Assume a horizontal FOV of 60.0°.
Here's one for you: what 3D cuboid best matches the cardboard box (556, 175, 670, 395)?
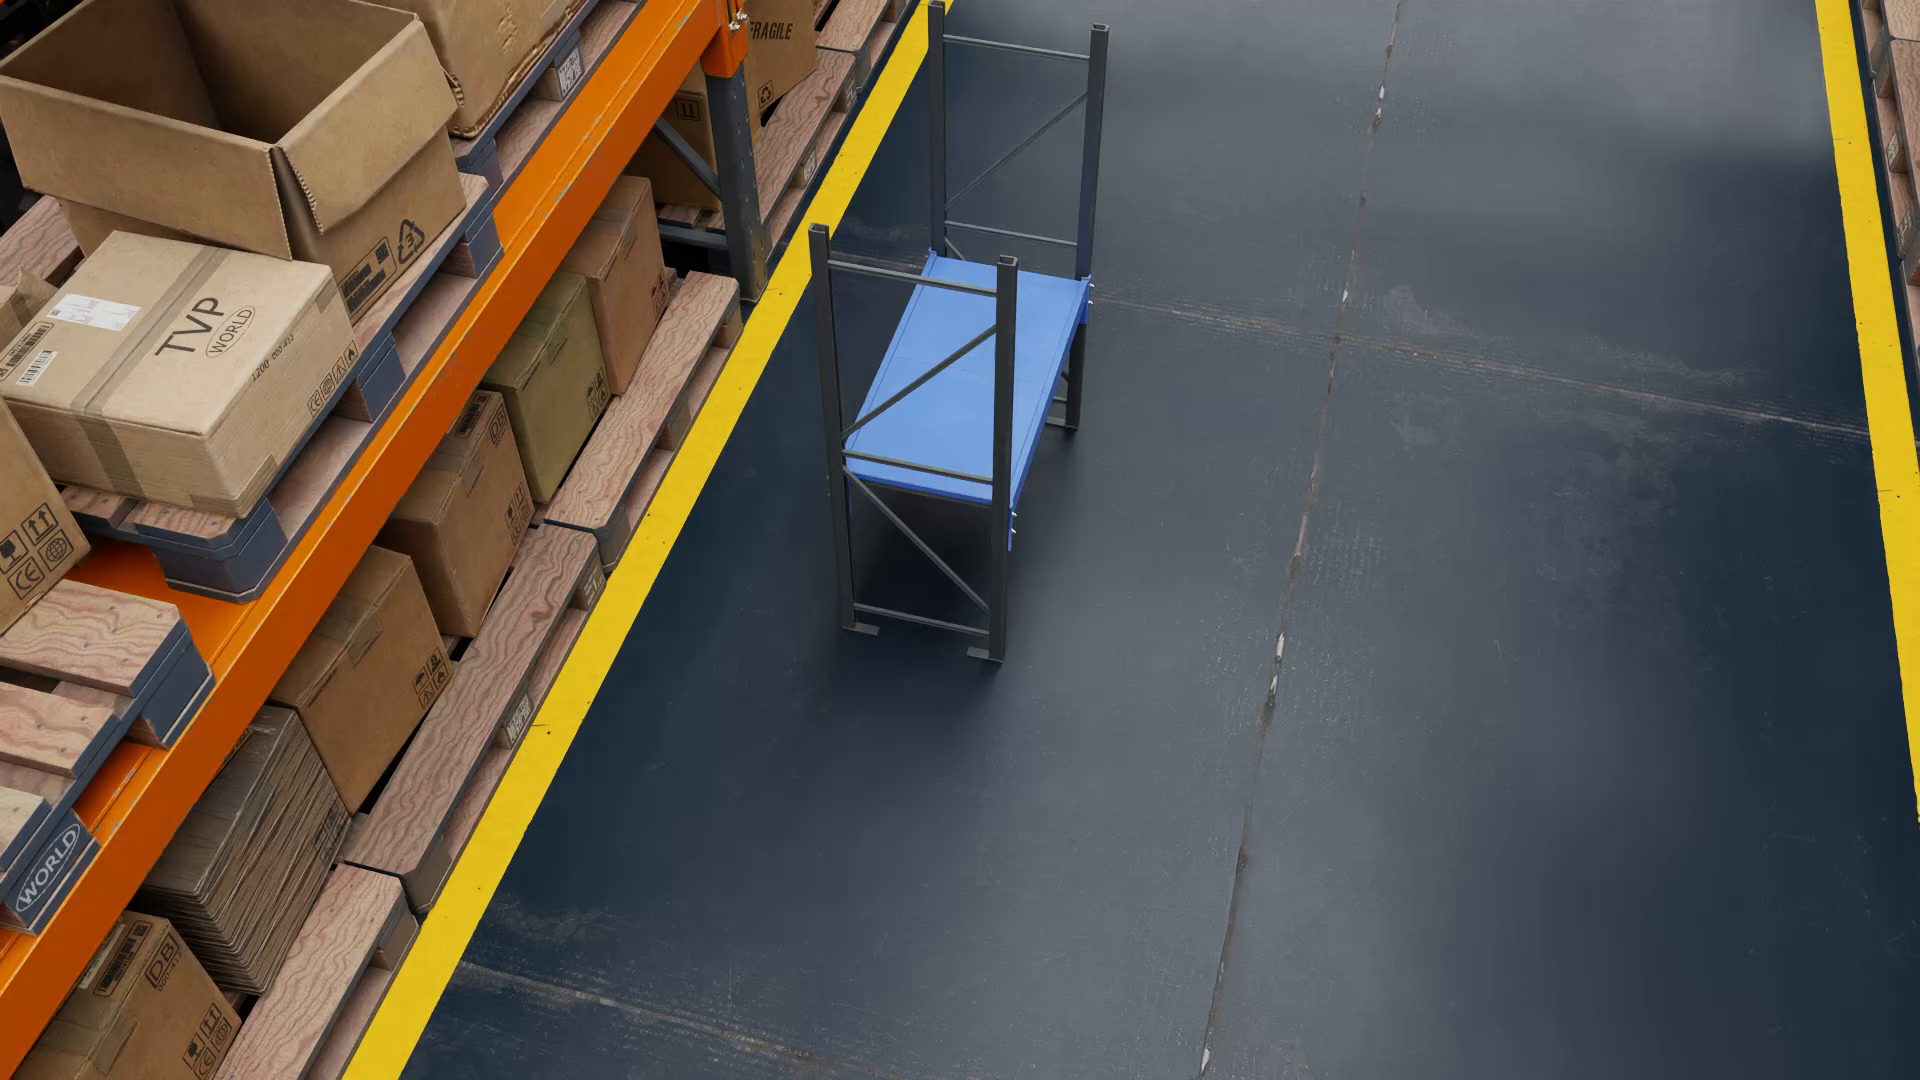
[{"bbox_3d":[-1.380,-0.860,5.382,0.700,0.500,0.500,8,49,7],"label":"cardboard box"}]

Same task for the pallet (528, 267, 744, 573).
[{"bbox_3d":[-1.402,-0.495,5.546,1.003,0.211,1.213,12,50,10],"label":"pallet"}]

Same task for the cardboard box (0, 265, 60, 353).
[{"bbox_3d":[-2.072,-0.442,3.449,0.396,0.266,0.258,10,49,9],"label":"cardboard box"}]

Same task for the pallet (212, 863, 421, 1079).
[{"bbox_3d":[-2.044,1.270,3.989,1.003,0.211,1.213,12,50,10],"label":"pallet"}]

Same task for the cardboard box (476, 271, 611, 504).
[{"bbox_3d":[-1.524,-0.519,5.081,0.700,0.500,0.500,11,50,10],"label":"cardboard box"}]

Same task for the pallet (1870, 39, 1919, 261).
[{"bbox_3d":[4.116,-1.444,6.384,1.003,0.211,1.213,12,50,10],"label":"pallet"}]

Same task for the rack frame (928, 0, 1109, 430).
[{"bbox_3d":[0.156,-0.926,5.067,0.500,1.500,0.032,12,50,10],"label":"rack frame"}]

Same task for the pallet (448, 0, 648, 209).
[{"bbox_3d":[-1.540,-1.394,4.607,1.003,0.211,1.213,12,50,10],"label":"pallet"}]

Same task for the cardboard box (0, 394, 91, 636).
[{"bbox_3d":[-2.097,-0.082,2.975,0.700,0.500,0.500,18,51,16],"label":"cardboard box"}]

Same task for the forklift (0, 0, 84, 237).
[{"bbox_3d":[-3.268,-1.651,4.752,1.130,2.935,3.031,14,50,12],"label":"forklift"}]

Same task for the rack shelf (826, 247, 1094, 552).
[{"bbox_3d":[0.022,-0.439,4.877,0.538,0.185,1.000,12,50,10],"label":"rack shelf"}]

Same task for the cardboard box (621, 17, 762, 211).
[{"bbox_3d":[-1.054,-1.575,6.026,0.500,0.500,0.500,10,49,9],"label":"cardboard box"}]

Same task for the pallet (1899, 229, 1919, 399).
[{"bbox_3d":[3.797,-0.559,5.602,1.003,0.211,1.213,12,50,10],"label":"pallet"}]

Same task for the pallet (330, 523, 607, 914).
[{"bbox_3d":[-1.721,0.390,4.765,1.003,0.211,1.213,12,50,10],"label":"pallet"}]

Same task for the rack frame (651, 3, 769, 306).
[{"bbox_3d":[-1.198,-1.981,4.998,1.000,3.000,0.127,12,50,10],"label":"rack frame"}]

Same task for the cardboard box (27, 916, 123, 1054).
[{"bbox_3d":[-2.103,0.855,3.369,0.500,0.250,0.500,13,50,12],"label":"cardboard box"}]

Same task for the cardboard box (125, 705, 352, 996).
[{"bbox_3d":[-1.960,0.701,4.004,0.700,0.500,0.500,8,49,7],"label":"cardboard box"}]

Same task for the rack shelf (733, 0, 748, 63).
[{"bbox_3d":[-0.672,-3.190,6.545,1.077,0.370,4.000,12,50,10],"label":"rack shelf"}]

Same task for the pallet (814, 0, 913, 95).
[{"bbox_3d":[-0.736,-2.437,7.260,1.003,0.211,1.213,12,50,10],"label":"pallet"}]

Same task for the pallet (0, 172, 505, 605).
[{"bbox_3d":[-1.769,-0.465,3.787,1.003,0.211,1.213,12,50,10],"label":"pallet"}]

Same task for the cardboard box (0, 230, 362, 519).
[{"bbox_3d":[-1.588,-0.344,3.373,0.500,0.250,0.500,10,49,9],"label":"cardboard box"}]

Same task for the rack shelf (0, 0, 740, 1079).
[{"bbox_3d":[-1.724,-0.297,3.991,1.077,0.370,4.000,12,50,10],"label":"rack shelf"}]

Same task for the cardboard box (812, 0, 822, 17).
[{"bbox_3d":[-0.823,-2.455,6.803,0.500,0.500,0.500,8,49,7],"label":"cardboard box"}]

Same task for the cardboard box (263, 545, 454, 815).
[{"bbox_3d":[-1.818,0.290,4.367,0.700,0.500,0.500,15,50,13],"label":"cardboard box"}]

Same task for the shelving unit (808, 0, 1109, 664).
[{"bbox_3d":[0.022,-0.558,4.742,0.538,1.500,1.048,12,50,10],"label":"shelving unit"}]

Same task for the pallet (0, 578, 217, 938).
[{"bbox_3d":[-2.166,0.439,2.990,1.213,0.211,1.003,12,50,10],"label":"pallet"}]

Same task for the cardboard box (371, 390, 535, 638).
[{"bbox_3d":[-1.671,-0.114,4.724,0.700,0.500,0.500,8,49,7],"label":"cardboard box"}]

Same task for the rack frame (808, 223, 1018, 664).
[{"bbox_3d":[-0.111,-0.190,4.418,0.500,1.500,0.032,12,50,10],"label":"rack frame"}]

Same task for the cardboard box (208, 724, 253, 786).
[{"bbox_3d":[-1.974,0.469,3.709,0.500,0.250,0.500,17,51,14],"label":"cardboard box"}]

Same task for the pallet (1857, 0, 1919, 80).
[{"bbox_3d":[4.439,-2.324,7.160,1.003,0.211,1.213,12,50,10],"label":"pallet"}]

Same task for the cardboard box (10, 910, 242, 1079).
[{"bbox_3d":[-2.094,1.105,3.648,0.700,0.500,0.500,9,49,8],"label":"cardboard box"}]

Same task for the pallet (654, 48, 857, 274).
[{"bbox_3d":[-1.055,-1.551,6.478,1.003,0.211,1.213,12,50,10],"label":"pallet"}]

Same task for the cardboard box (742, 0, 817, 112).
[{"bbox_3d":[-0.911,-1.990,6.393,0.500,0.500,0.500,27,54,22],"label":"cardboard box"}]

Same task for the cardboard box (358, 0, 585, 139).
[{"bbox_3d":[-1.542,-1.772,4.133,1.000,1.000,1.000,12,50,10],"label":"cardboard box"}]

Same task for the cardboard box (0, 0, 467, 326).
[{"bbox_3d":[-1.565,-0.882,3.679,0.797,0.503,0.637,16,51,14],"label":"cardboard box"}]
